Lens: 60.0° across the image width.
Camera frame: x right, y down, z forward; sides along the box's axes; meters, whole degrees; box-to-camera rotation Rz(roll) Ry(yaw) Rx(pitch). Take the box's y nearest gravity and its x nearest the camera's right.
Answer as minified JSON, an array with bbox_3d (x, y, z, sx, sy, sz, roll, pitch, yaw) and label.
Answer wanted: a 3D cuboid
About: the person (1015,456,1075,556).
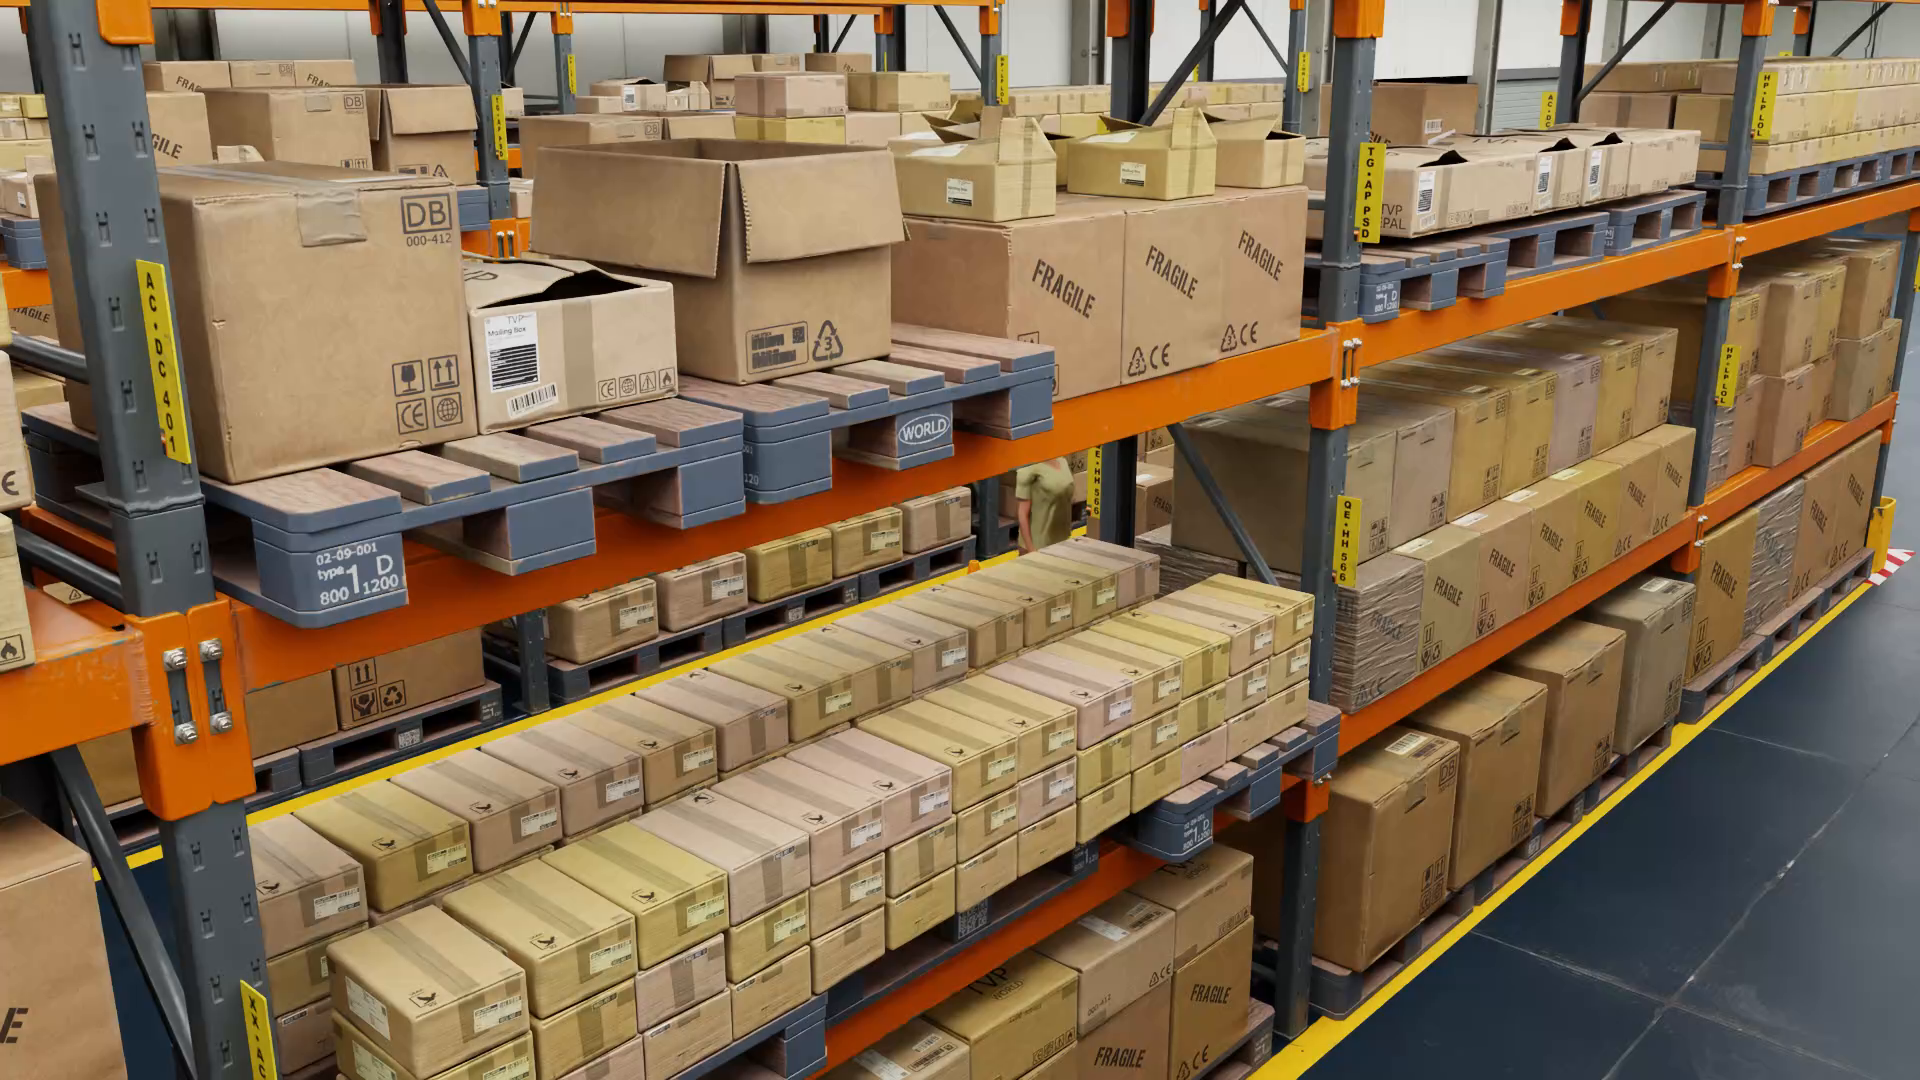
[{"bbox_3d":[0.494,0.037,9.881,0.517,1.665,0.459,14,22,39],"label":"person"}]
